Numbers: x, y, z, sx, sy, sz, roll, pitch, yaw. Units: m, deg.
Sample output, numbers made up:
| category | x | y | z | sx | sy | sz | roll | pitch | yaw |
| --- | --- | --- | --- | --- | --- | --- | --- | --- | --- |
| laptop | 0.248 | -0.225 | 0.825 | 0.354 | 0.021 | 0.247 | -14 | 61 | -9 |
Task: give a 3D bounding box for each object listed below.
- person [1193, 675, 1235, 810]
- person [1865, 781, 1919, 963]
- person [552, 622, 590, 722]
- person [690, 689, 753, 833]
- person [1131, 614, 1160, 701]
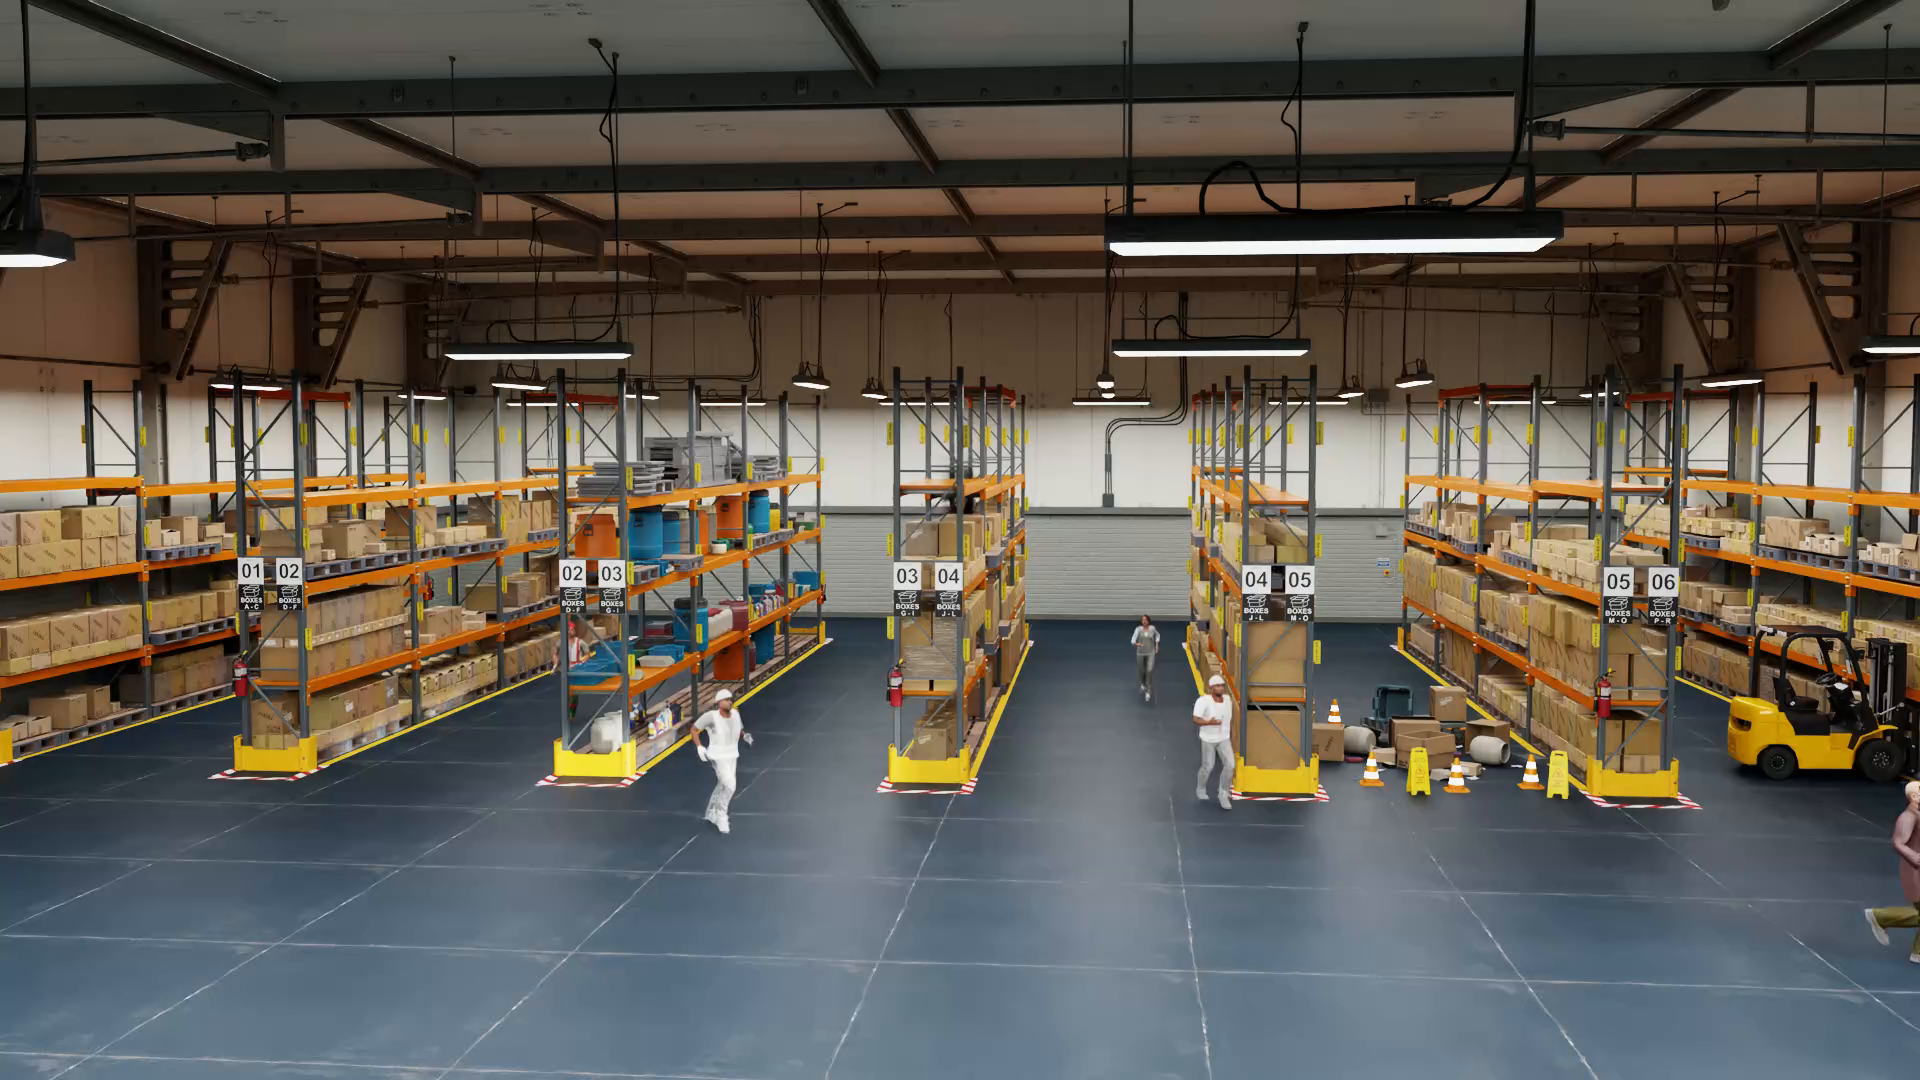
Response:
| category | x | y | z | sx | sy | sz | roll | pitch | yaw |
| --- | --- | --- | --- | --- | --- | --- | --- | --- | --- |
| person | 3.456 | 2.730 | 22.510 | 0.687 | 1.814 | 0.731 | -1 | 4 | -18 |
| person | 9.067 | 3.157 | 15.818 | 0.756 | 1.743 | 0.711 | 3 | 5 | 44 |
| person | -6.850 | 2.319 | 29.310 | 0.657 | 1.743 | 0.605 | 0 | 4 | -7 |
| person | -2.998 | 2.810 | 21.199 | 0.749 | 1.826 | 0.657 | 3 | 4 | 36 |
| person | 3.553 | 2.221 | 31.832 | 0.550 | 1.614 | 0.843 | 0 | 4 | 7 |
